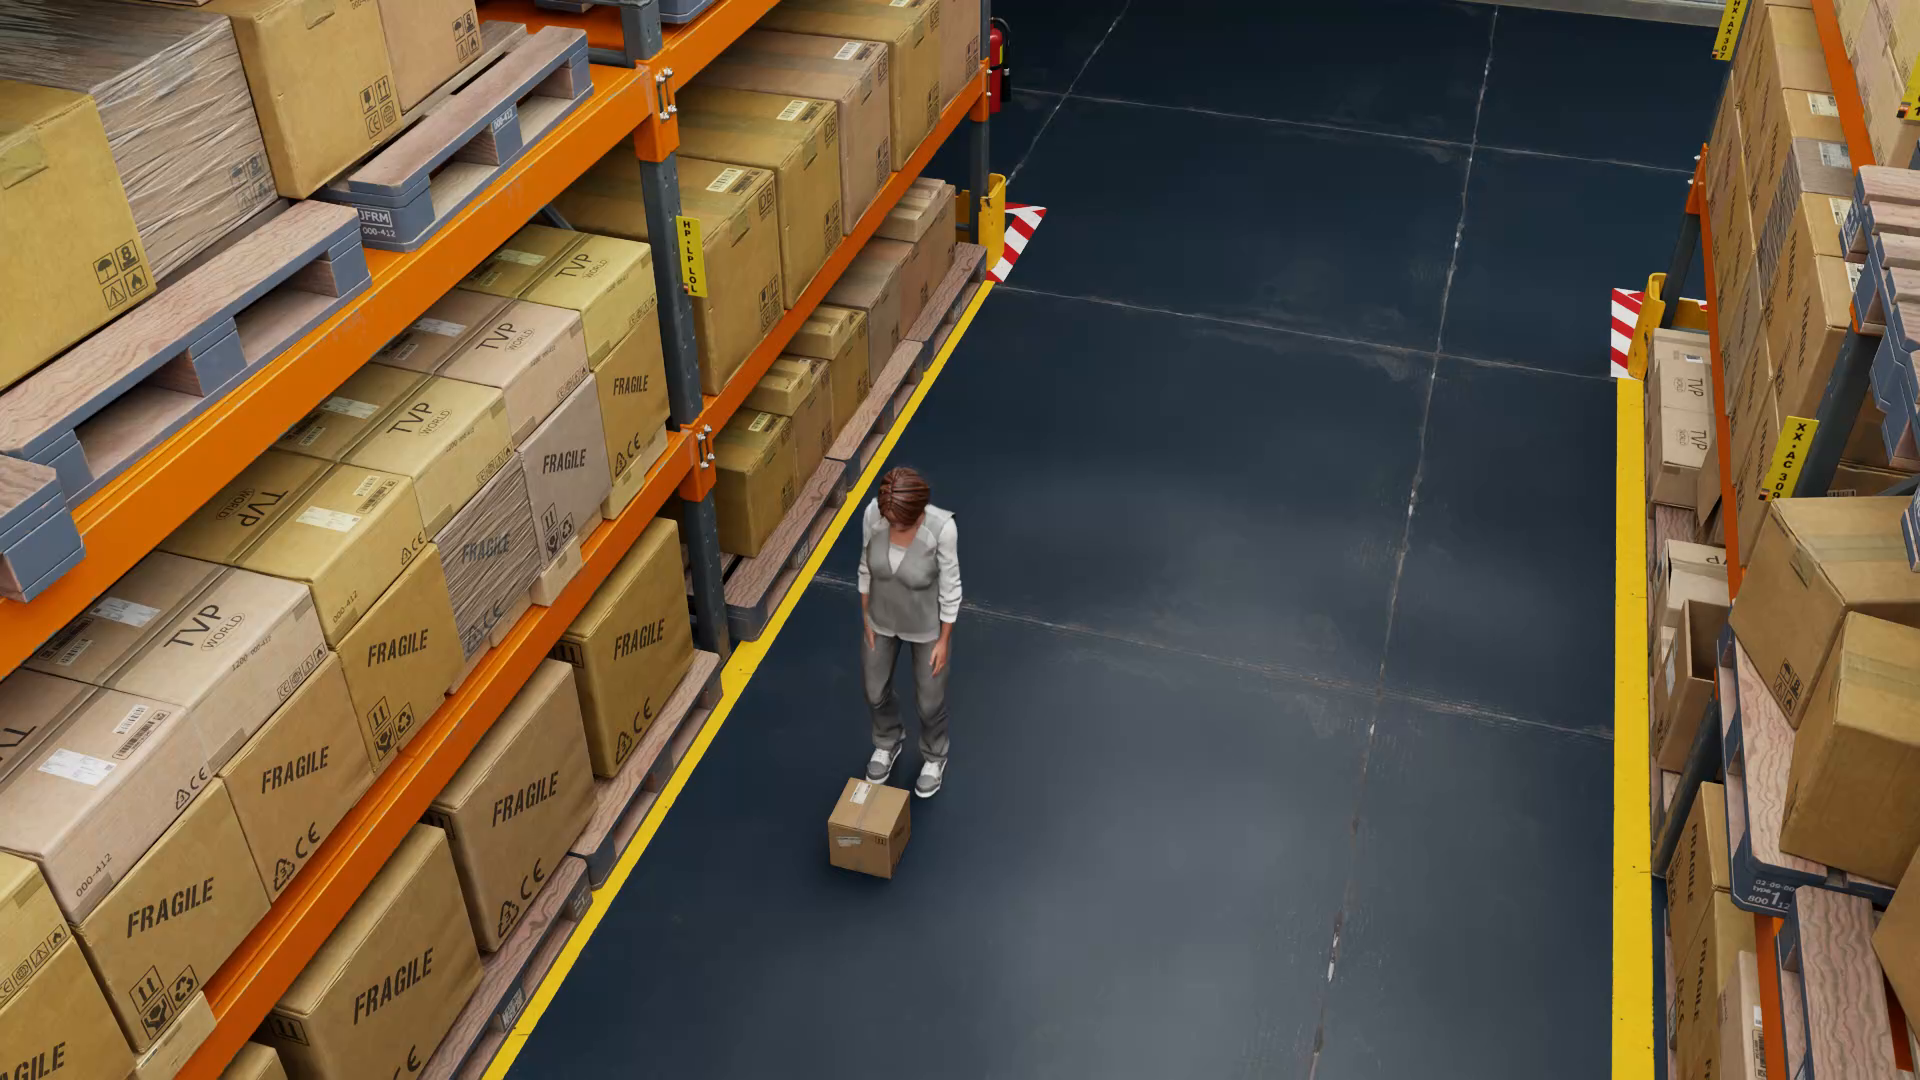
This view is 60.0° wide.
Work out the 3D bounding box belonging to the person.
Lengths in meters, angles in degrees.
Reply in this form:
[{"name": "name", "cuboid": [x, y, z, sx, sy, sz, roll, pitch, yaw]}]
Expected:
[{"name": "person", "cuboid": [-0.187, 0.352, 6.481, 0.420, 1.556, 0.353, 12, 39, 15]}]
